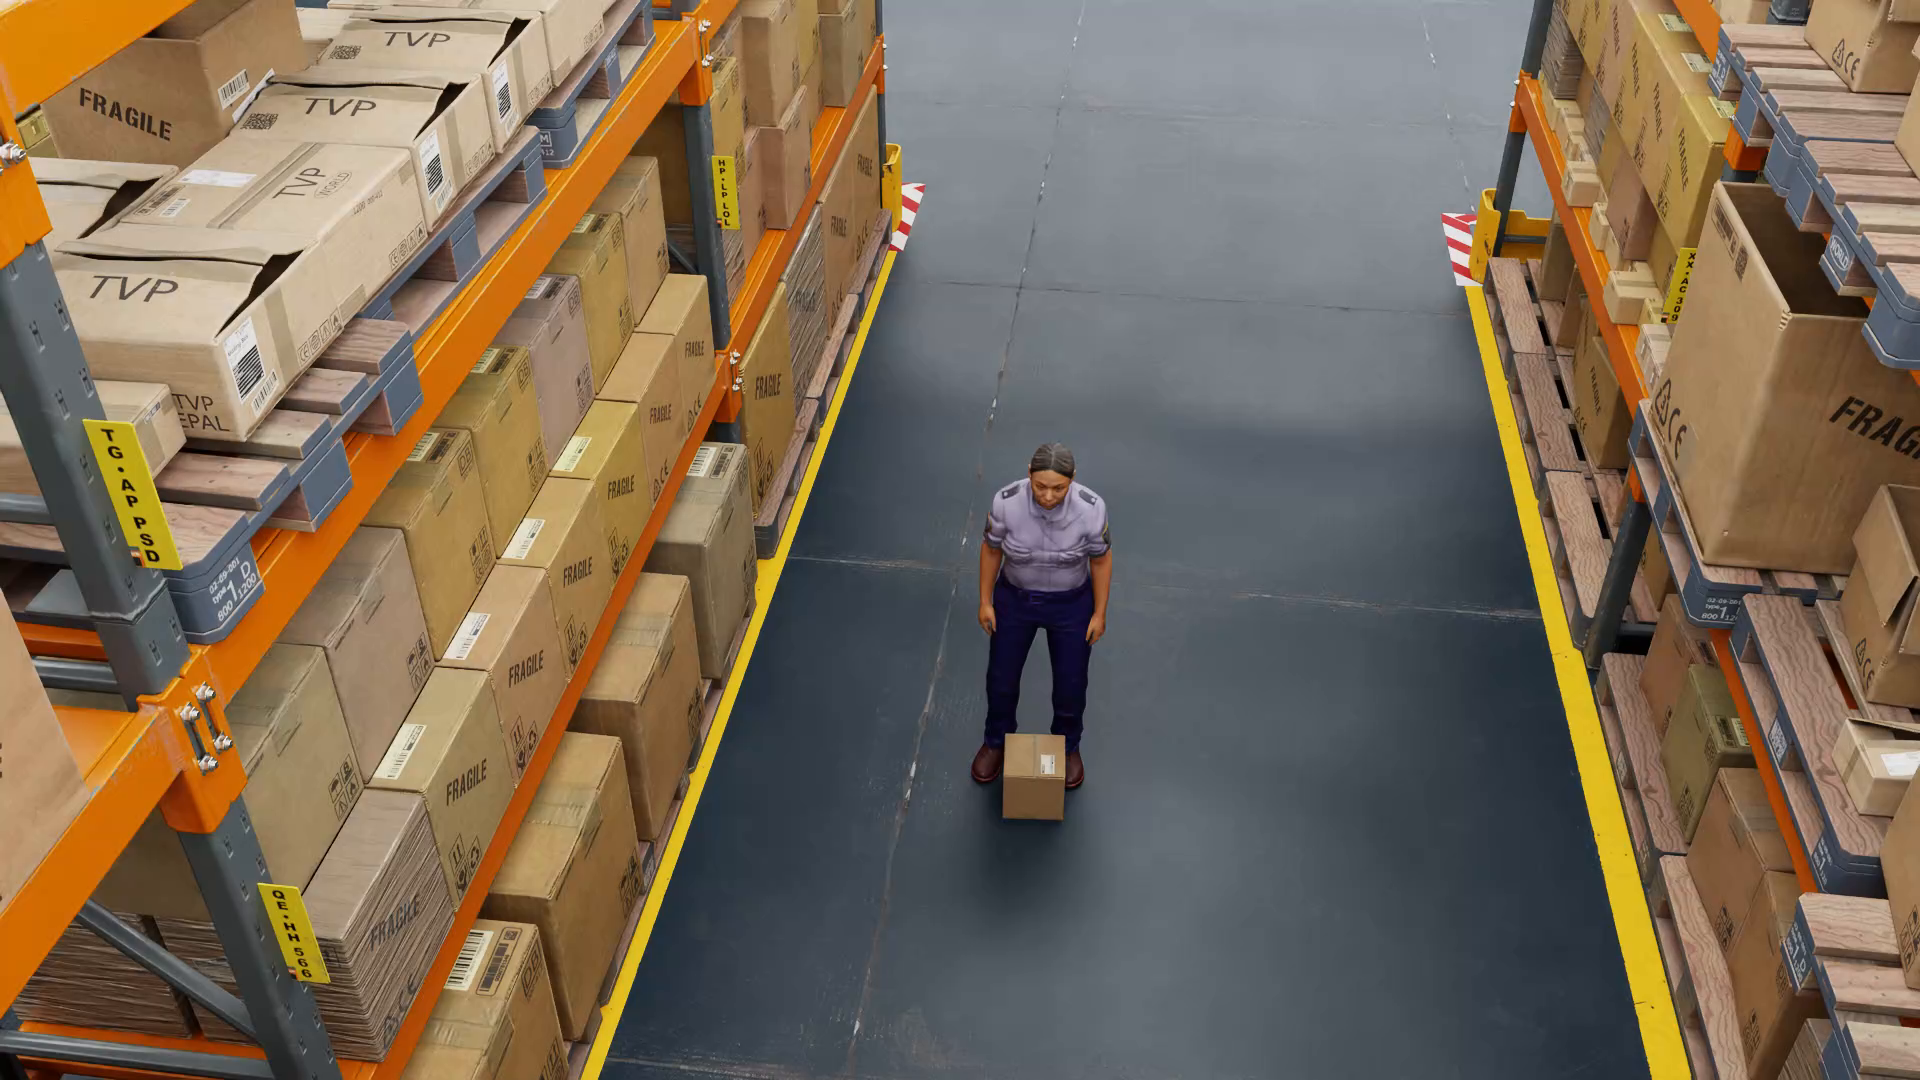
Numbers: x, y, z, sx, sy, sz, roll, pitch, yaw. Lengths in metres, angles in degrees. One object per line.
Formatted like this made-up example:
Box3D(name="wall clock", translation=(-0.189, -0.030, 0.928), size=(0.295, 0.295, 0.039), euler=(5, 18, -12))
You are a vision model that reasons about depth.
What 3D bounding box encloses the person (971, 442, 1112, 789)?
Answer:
Box3D(name="person", translation=(0.328, 0.276, 6.669), size=(0.537, 1.651, 0.373), euler=(5, 37, 6))
